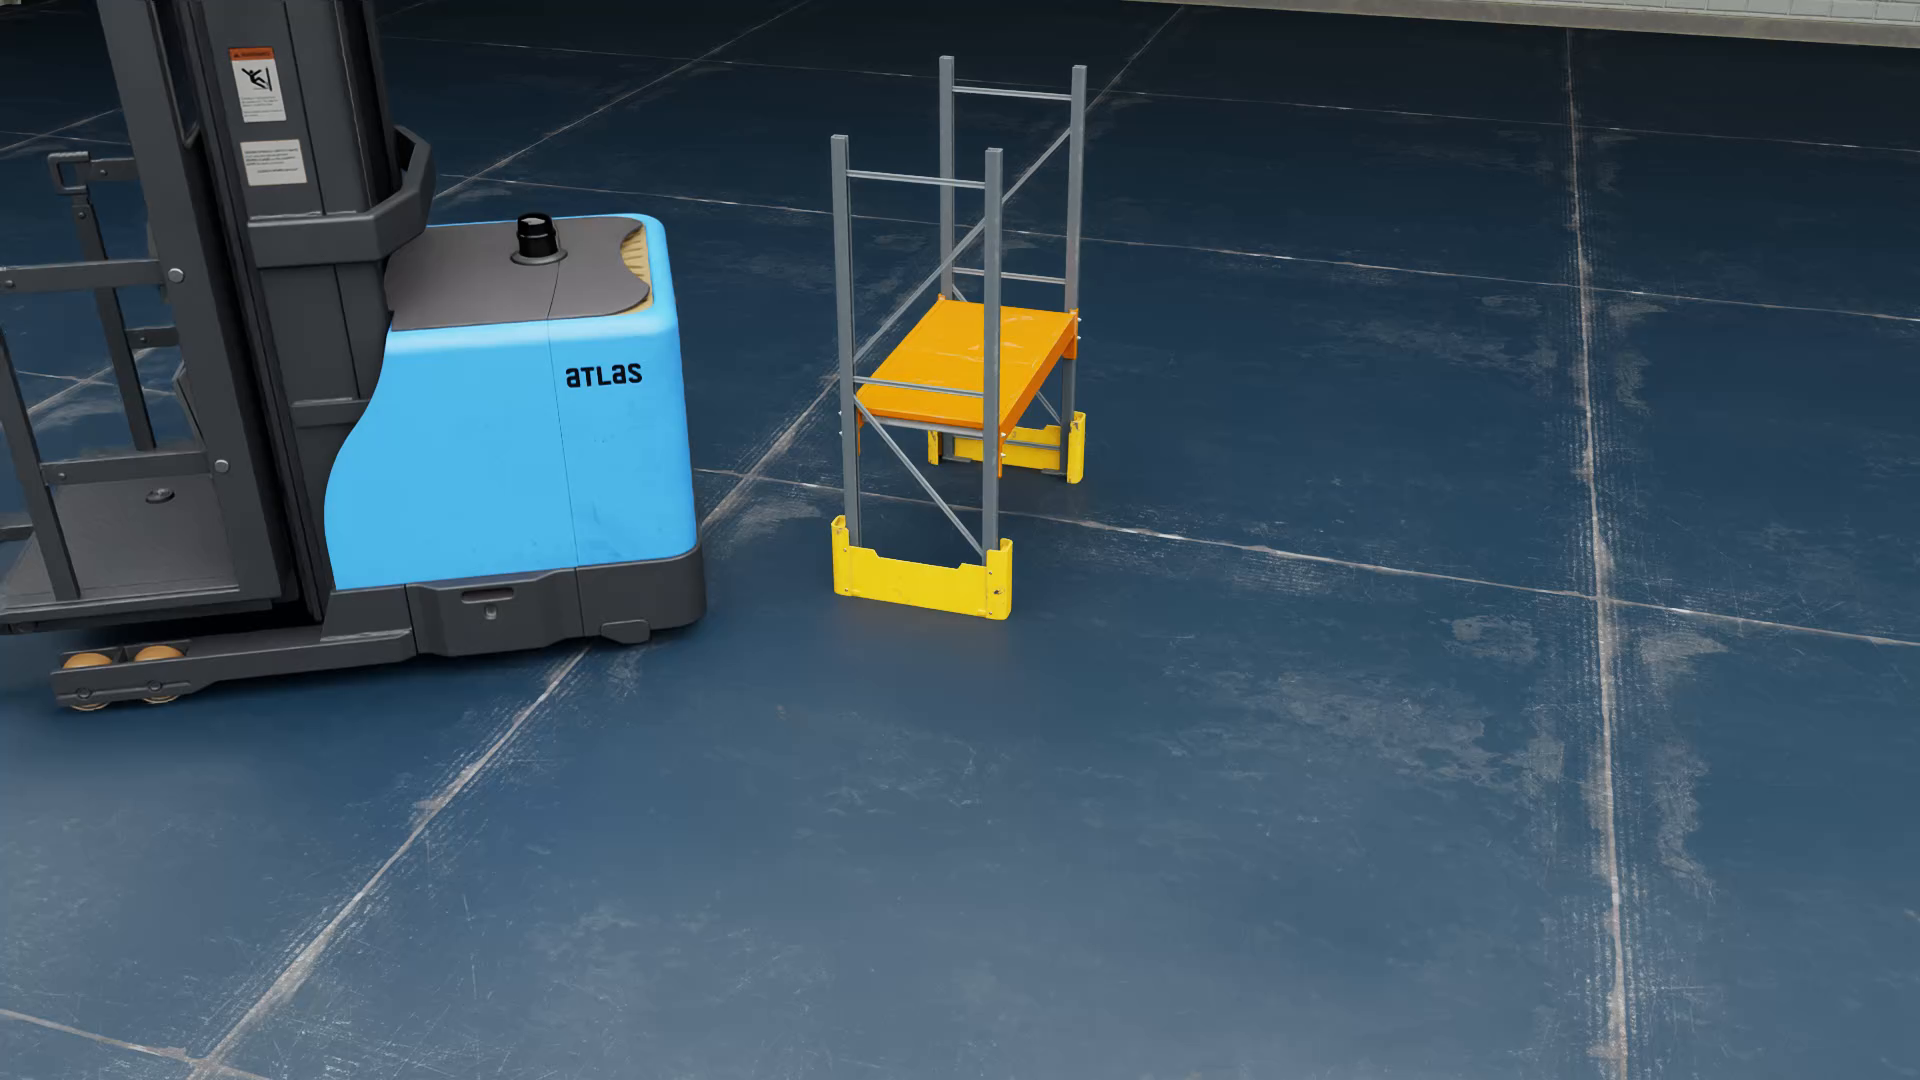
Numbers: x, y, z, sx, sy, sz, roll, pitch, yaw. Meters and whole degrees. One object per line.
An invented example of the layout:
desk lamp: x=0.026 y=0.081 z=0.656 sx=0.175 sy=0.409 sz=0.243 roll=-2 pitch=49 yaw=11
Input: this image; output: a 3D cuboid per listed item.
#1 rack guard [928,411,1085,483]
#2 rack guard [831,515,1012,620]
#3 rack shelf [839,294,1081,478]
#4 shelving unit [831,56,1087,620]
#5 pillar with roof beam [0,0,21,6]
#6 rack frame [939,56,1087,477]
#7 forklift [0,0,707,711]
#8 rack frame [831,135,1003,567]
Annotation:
rack guard: x=0.169 y=-0.376 z=6.169 sx=0.587 sy=0.250 sz=0.087 roll=8 pitch=30 yaw=15
rack guard: x=-0.124 y=0.087 z=5.337 sx=0.587 sy=0.250 sz=0.087 roll=8 pitch=30 yaw=15
rack shelf: x=0.025 y=-0.538 z=5.544 sx=0.538 sy=0.185 sz=1.000 roll=8 pitch=30 yaw=15
shelving unit: x=0.022 y=-0.691 z=5.449 sx=0.587 sy=1.500 sz=1.083 roll=8 pitch=30 yaw=15
pillar with roof beam: x=-3.818 y=-7.673 z=10.286 sx=9.100 sy=9.000 sz=0.400 roll=8 pitch=30 yaw=15
rack frame: x=0.174 y=-0.931 z=5.881 sx=0.500 sy=1.500 sz=0.032 roll=8 pitch=30 yaw=15
forklift: x=-2.363 y=-1.063 z=4.646 sx=3.031 sy=2.935 sz=1.130 roll=-6 pitch=30 yaw=-10
rack frame: x=-0.124 y=-0.459 z=5.032 sx=0.500 sy=1.500 sz=0.032 roll=8 pitch=30 yaw=15
